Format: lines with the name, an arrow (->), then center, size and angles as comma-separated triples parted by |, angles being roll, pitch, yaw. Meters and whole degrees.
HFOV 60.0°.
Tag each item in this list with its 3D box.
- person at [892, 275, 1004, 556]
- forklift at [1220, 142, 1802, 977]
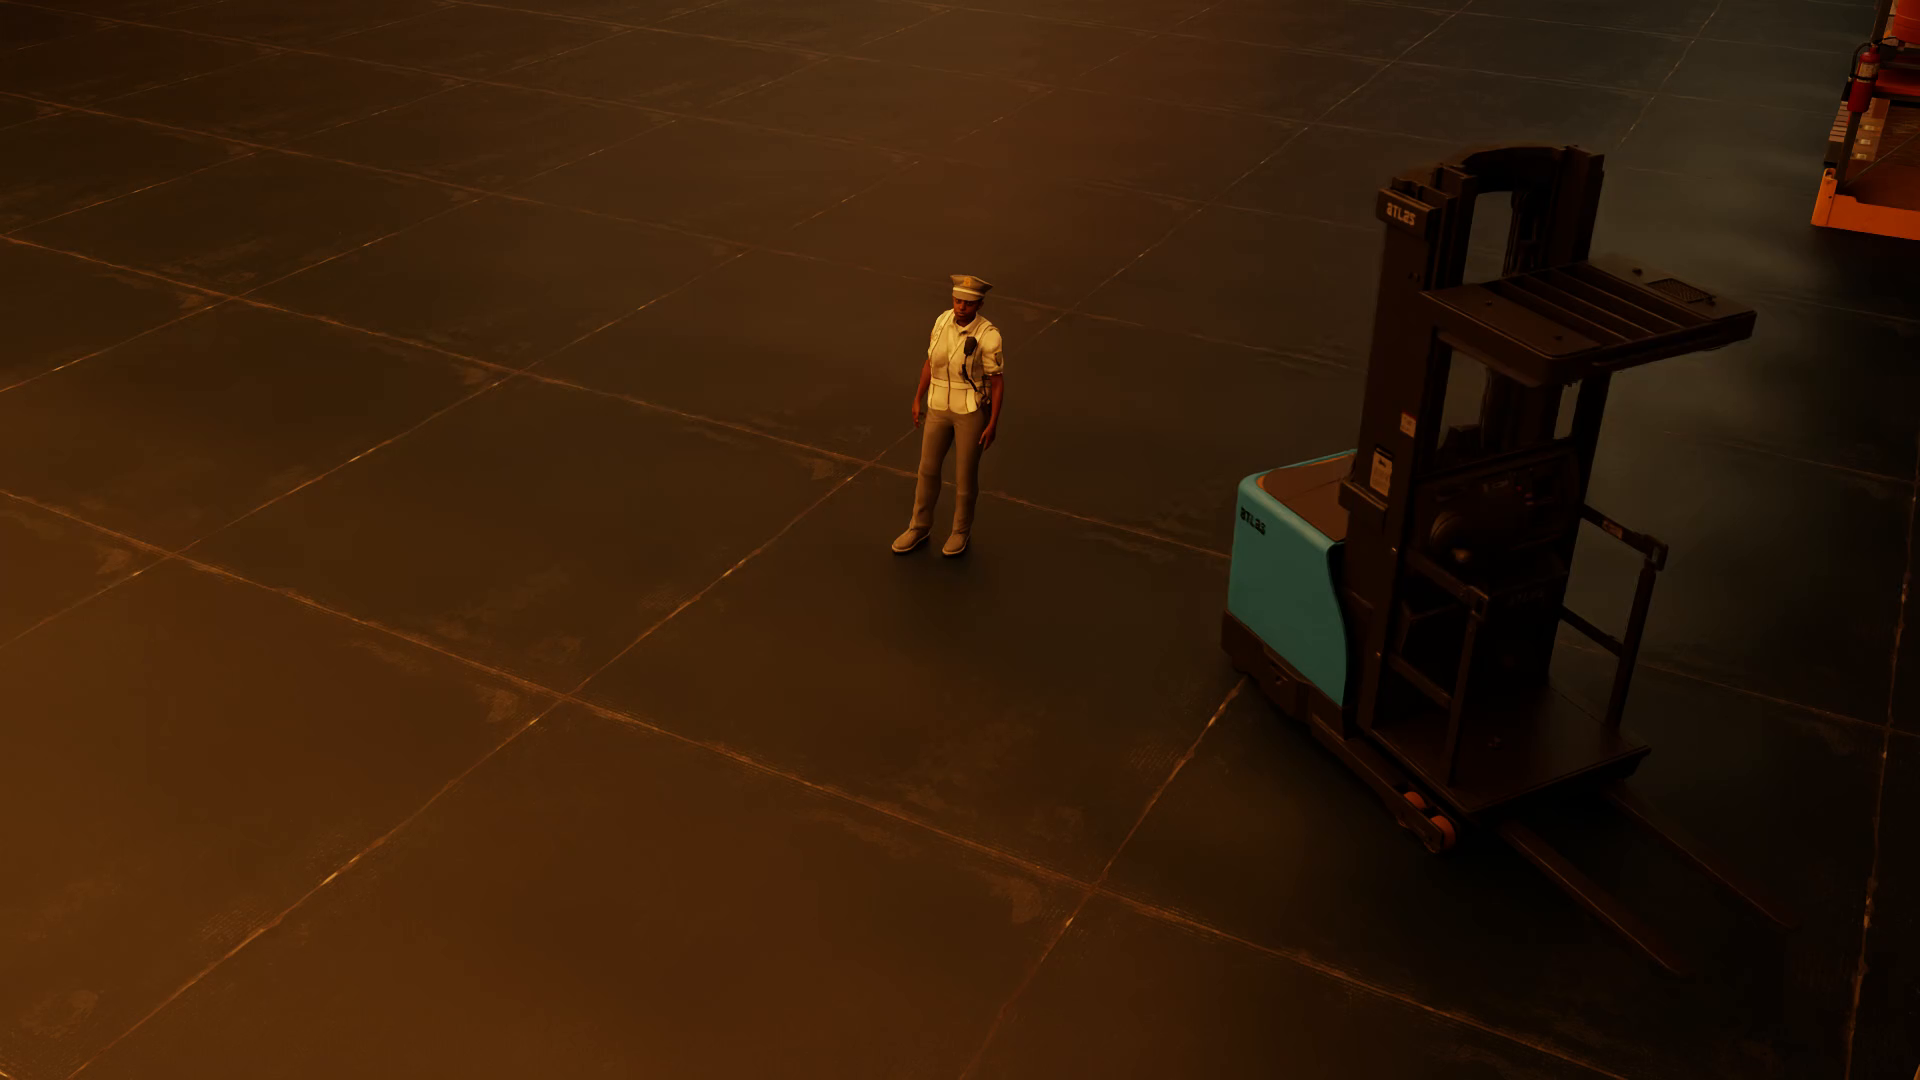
person -> -0.054, -0.712, 9.528 | 0.569, 1.695, 0.530 | 15, 33, 25
forklift -> 2.491, -0.104, 7.250 | 1.130, 2.935, 3.031 | -14, 33, -22
